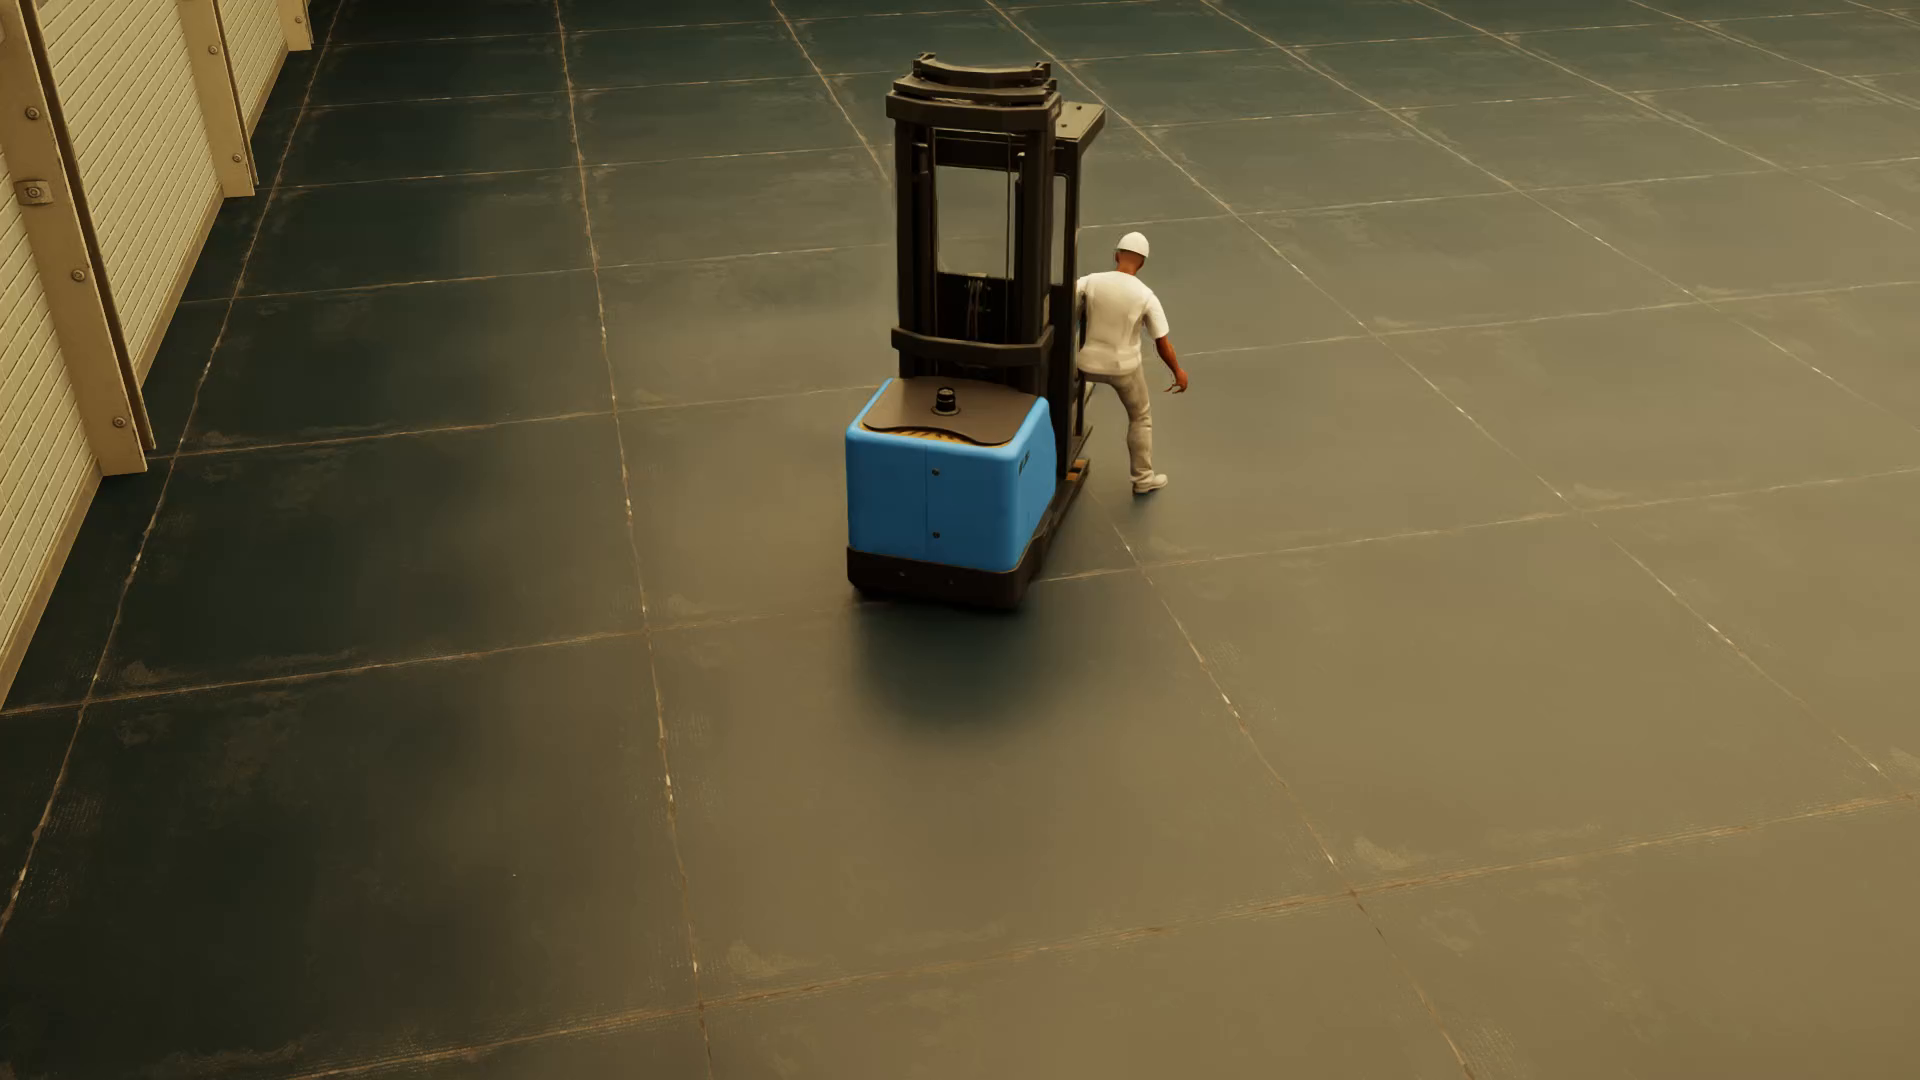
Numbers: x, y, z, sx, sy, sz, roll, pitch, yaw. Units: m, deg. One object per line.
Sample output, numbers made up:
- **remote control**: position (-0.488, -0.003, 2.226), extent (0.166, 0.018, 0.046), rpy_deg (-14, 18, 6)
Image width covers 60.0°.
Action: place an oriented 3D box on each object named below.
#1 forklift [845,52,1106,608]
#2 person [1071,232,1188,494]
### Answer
- **forklift**: position (0.241, -1.598, 10.334), extent (1.130, 2.935, 3.031), rpy_deg (9, 31, 14)
- **person**: position (1.016, -1.175, 10.837), extent (0.963, 1.713, 0.492), rpy_deg (10, 31, 16)
